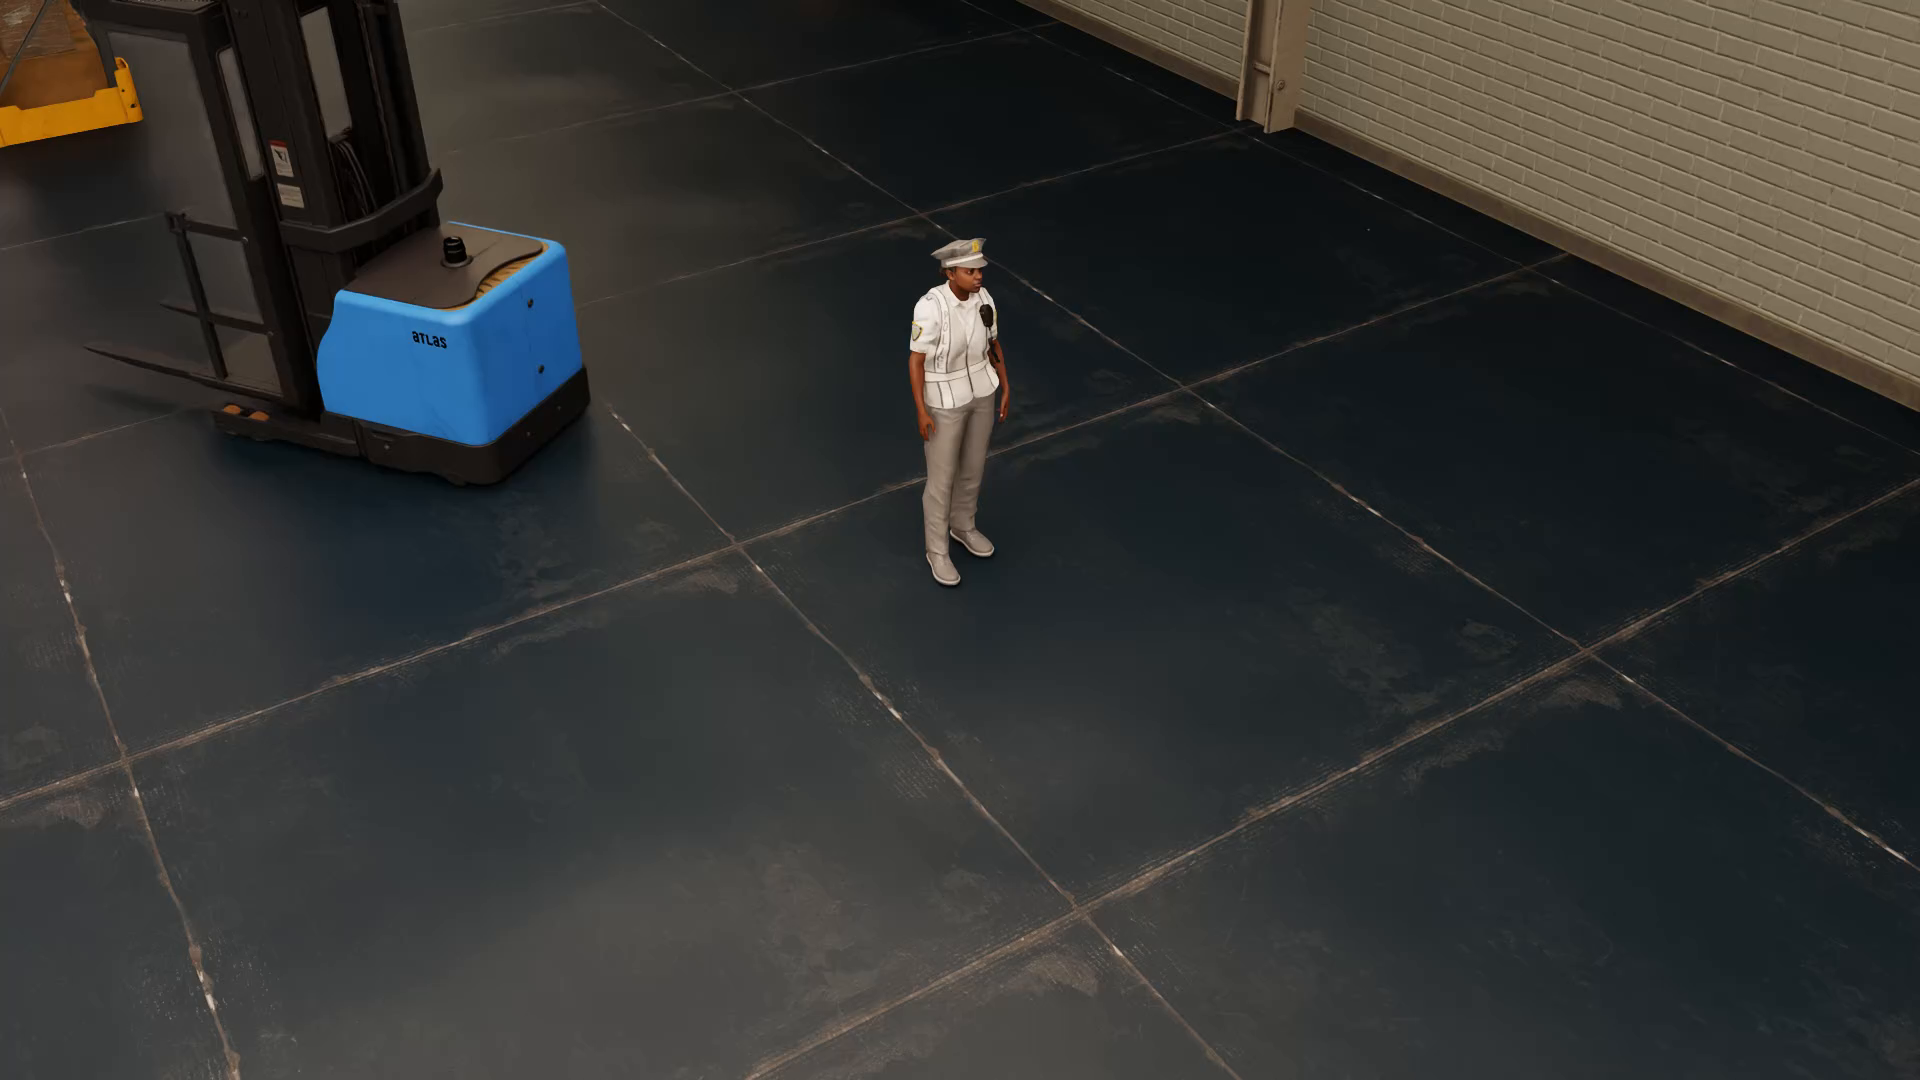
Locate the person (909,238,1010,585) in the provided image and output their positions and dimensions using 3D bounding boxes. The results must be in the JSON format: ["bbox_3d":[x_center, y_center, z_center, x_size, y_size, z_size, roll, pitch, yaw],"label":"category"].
[{"bbox_3d":[0.024,-0.657,8.146,0.569,1.694,0.530,-21,40,-27],"label":"person"}]

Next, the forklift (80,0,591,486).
[{"bbox_3d":[-3.727,-2.030,9.036,3.031,2.935,1.130,13,37,18],"label":"forklift"}]
